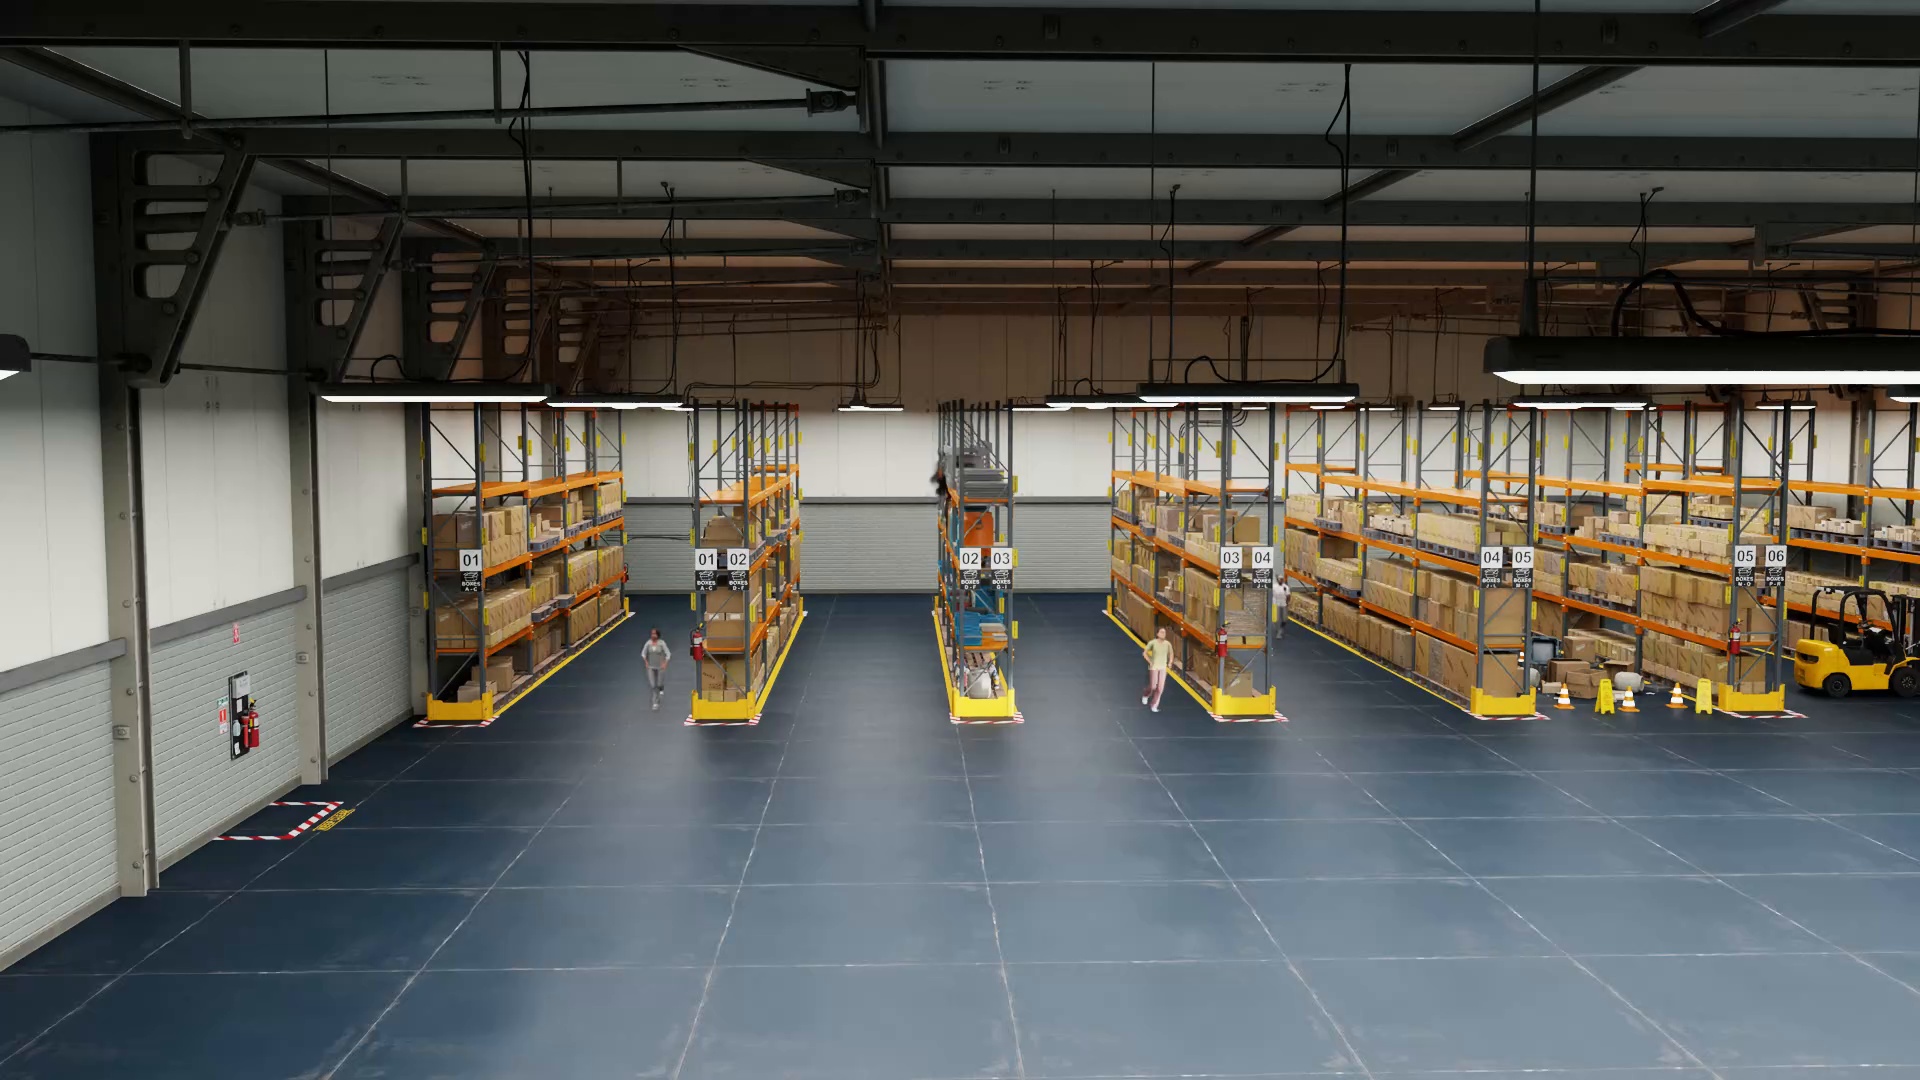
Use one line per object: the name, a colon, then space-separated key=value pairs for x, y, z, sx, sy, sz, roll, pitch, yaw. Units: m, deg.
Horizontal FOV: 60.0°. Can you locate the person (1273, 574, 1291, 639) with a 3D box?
person: x=8.159 y=1.672 z=42.473 sx=0.576 sy=1.652 sz=0.612 roll=0 pitch=4 yaw=3

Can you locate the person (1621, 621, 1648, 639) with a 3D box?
person: x=16.737 y=1.807 z=41.314 sx=0.587 sy=1.644 sz=0.973 roll=0 pitch=4 yaw=-6

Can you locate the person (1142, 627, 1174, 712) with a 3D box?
person: x=3.845 y=2.480 z=32.127 sx=0.610 sy=1.610 sz=0.636 roll=-1 pitch=4 yaw=-13

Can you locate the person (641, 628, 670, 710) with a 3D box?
person: x=-5.931 y=2.495 z=32.432 sx=0.563 sy=1.570 sz=0.578 roll=0 pitch=4 yaw=-3
